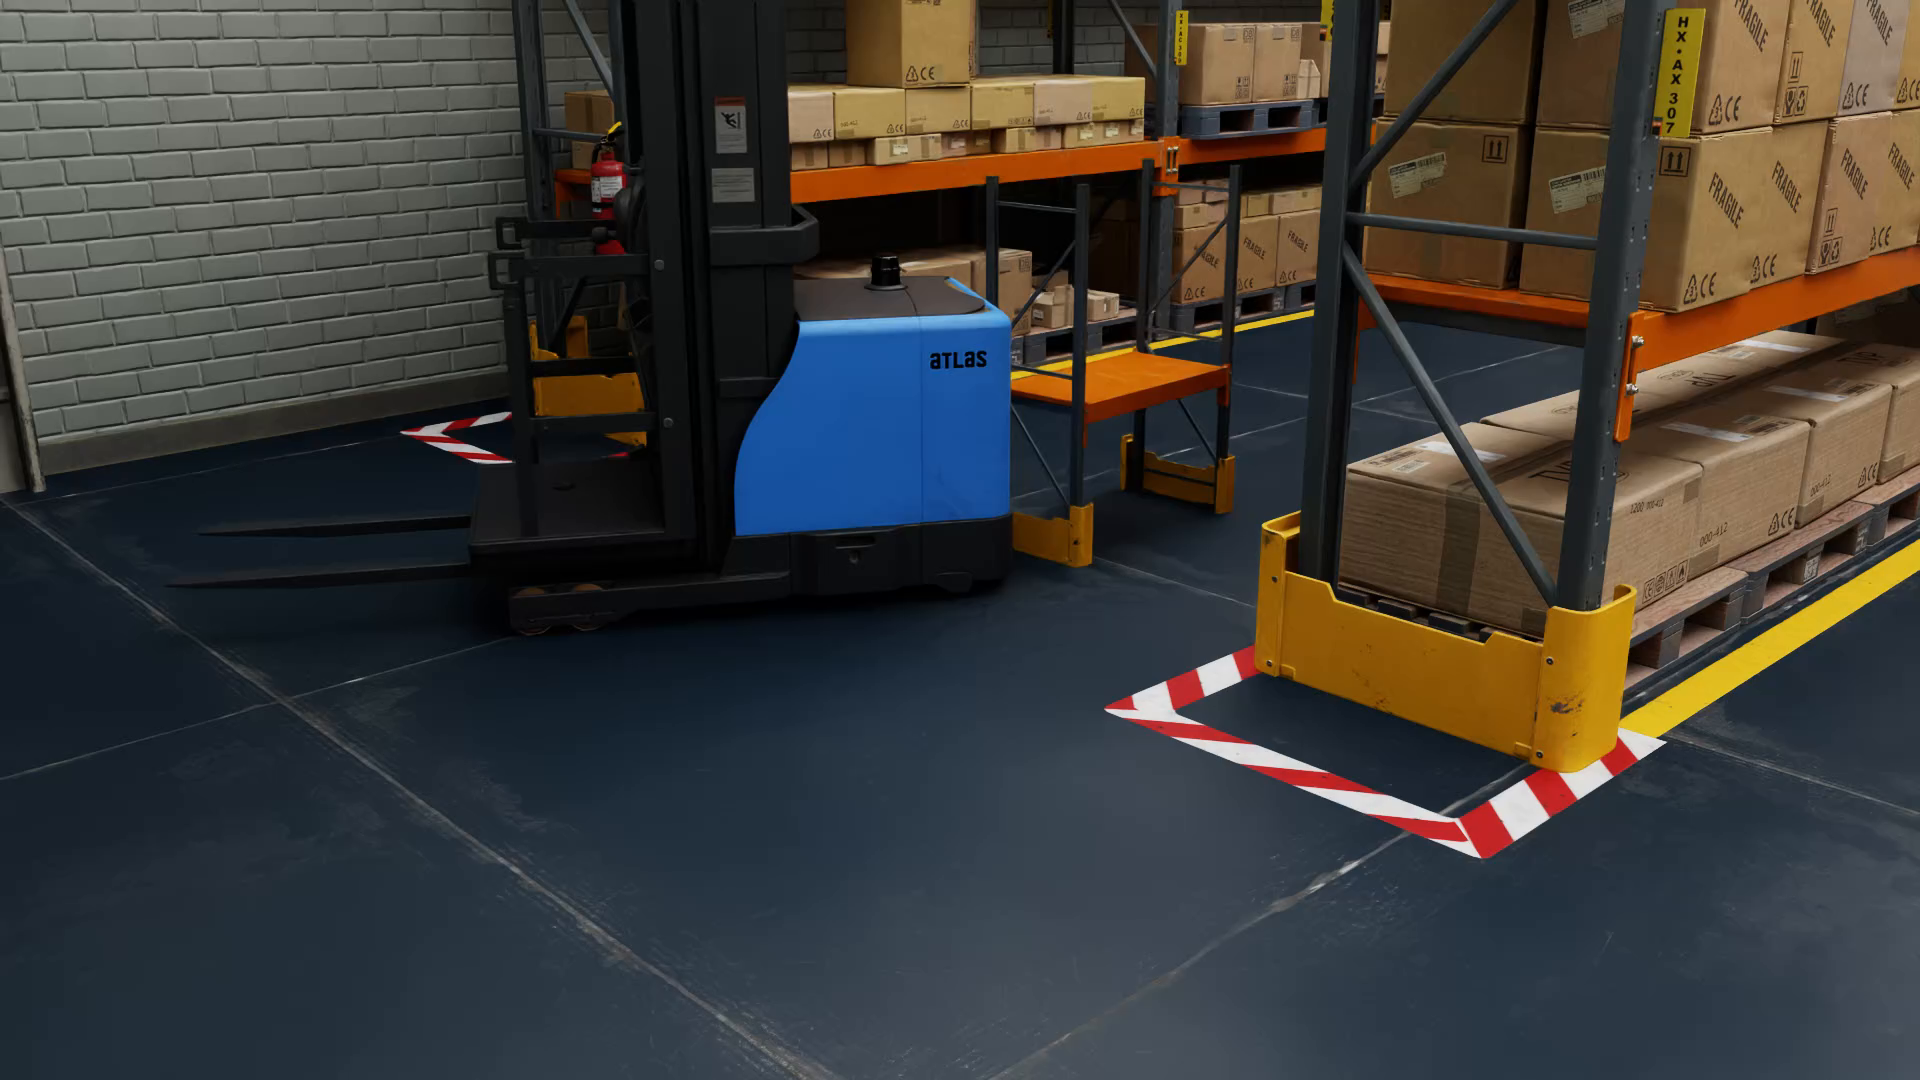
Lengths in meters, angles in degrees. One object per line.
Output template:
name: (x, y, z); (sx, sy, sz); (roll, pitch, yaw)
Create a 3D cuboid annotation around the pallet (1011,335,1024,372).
pallet: (-0.377, -1.134, 10.141); (1.213, 0.211, 1.003); (-16, 24, -41)

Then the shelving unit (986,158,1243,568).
shelving unit: (0.636, -0.784, 6.971); (0.587, 1.500, 1.083); (16, 24, 40)

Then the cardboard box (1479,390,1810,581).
cardboard box: (2.586, -0.246, 6.353); (0.875, 0.438, 0.875); (-15, 24, -39)

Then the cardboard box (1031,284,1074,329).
cardboard box: (0.547, -1.506, 10.517); (0.258, 0.266, 0.396); (-15, 23, -39)

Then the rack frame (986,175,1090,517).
rack frame: (0.296, -0.671, 6.624); (0.500, 1.500, 0.032); (16, 24, 40)

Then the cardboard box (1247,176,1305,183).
cardboard box: (2.420, -2.706, 12.788); (0.250, 0.149, 0.380); (-16, 24, -40)

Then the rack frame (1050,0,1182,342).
rack frame: (1.010, -2.866, 10.961); (0.127, 3.000, 1.000); (-16, 24, -41)

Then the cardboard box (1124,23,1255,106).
cardboard box: (1.515, -3.166, 11.042); (0.500, 0.500, 0.700); (-15, 24, -39)

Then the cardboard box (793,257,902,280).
cardboard box: (-0.739, -1.310, 9.533); (0.500, 0.500, 0.700); (-15, 23, -39)

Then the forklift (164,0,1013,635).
forklift: (-1.371, -1.233, 6.035); (3.031, 2.935, 1.130); (-4, 18, -13)

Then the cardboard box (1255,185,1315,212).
cardboard box: (2.359, -2.492, 12.129); (0.250, 0.149, 0.380); (-15, 23, -39)

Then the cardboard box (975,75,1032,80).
cardboard box: (0.105, -2.784, 10.468); (0.500, 0.250, 0.500); (-17, 24, -41)

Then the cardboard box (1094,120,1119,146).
cardboard box: (0.777, -2.562, 10.431); (0.250, 0.149, 0.380); (-15, 24, -39)

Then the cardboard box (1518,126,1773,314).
cardboard box: (2.062, -0.992, 5.018); (0.500, 0.500, 0.500); (-17, 24, -41)

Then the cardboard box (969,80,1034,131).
cardboard box: (0.082, -2.561, 9.782); (0.500, 0.250, 0.500); (-16, 24, -41)

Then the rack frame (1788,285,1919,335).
rack frame: (4.423, -1.754, 7.532); (0.127, 3.000, 1.000); (-16, 24, -41)

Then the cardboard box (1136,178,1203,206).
cardboard box: (1.412, -2.357, 11.228); (0.250, 0.149, 0.380); (-17, 24, -42)

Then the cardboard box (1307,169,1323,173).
cardboard box: (2.986, -2.871, 13.297); (0.250, 0.149, 0.380); (-16, 24, -40)

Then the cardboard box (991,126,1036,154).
cardboard box: (0.230, -2.392, 9.906); (0.250, 0.149, 0.380); (-17, 24, -42)

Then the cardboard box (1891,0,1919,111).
cardboard box: (3.162, -1.796, 5.876); (0.500, 0.500, 0.500); (-16, 24, -41)

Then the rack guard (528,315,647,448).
rack guard: (-1.841, -0.845, 8.782); (0.348, 0.500, 1.175); (-16, 24, -41)

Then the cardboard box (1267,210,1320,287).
cardboard box: (2.262, -2.149, 12.120); (0.500, 0.500, 0.500); (17, 25, 42)

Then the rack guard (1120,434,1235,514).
rack guard: (0.975, -0.302, 7.511); (0.587, 0.250, 0.087); (16, 24, 40)

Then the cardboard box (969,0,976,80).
cardboard box: (-0.255, -3.037, 10.033); (0.500, 0.500, 0.500); (-17, 25, -42)

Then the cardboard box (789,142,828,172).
cardboard box: (-0.923, -2.075, 8.927); (0.250, 0.149, 0.380); (-15, 23, -39)

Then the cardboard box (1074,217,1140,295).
cardboard box: (1.163, -2.047, 11.807); (0.500, 0.500, 0.500); (-16, 24, -41)

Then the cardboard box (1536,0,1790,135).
cardboard box: (2.061, -1.468, 4.865); (0.500, 0.500, 0.500); (-17, 25, -42)

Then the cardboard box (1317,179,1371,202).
cardboard box: (2.929, -2.662, 12.652); (0.250, 0.149, 0.380); (-17, 24, -42)

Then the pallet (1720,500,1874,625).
pallet: (2.930, -0.025, 6.718); (1.213, 0.211, 1.003); (-16, 24, -41)

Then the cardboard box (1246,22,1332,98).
cardboard box: (2.462, -3.442, 11.893); (0.500, 0.500, 0.700); (-16, 24, -41)

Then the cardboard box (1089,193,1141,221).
cardboard box: (1.079, -2.328, 11.621); (0.380, 0.149, 0.250); (17, 24, 42)

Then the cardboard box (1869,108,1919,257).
cardboard box: (3.145, -1.319, 6.027); (0.500, 0.500, 0.500); (-15, 23, -39)

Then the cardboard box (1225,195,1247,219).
cardboard box: (1.780, -2.335, 11.642); (0.380, 0.149, 0.250); (16, 24, 41)

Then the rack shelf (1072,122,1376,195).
rack shelf: (2.463, -2.948, 12.379); (4.000, 0.370, 1.077); (-16, 24, -41)

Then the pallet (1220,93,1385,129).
pallet: (2.506, -3.209, 12.330); (1.213, 0.211, 1.003); (-16, 24, -41)

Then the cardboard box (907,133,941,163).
cardboard box: (-0.322, -2.229, 9.404); (0.250, 0.149, 0.380); (-16, 24, -40)

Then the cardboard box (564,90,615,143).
cardboard box: (-1.745, -2.246, 8.808); (0.500, 0.250, 0.500); (-15, 23, -39)

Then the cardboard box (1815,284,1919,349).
cardboard box: (4.818, -1.093, 8.256); (0.875, 0.875, 0.875); (-15, 23, -39)

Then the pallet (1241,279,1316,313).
pallet: (2.462, -1.980, 12.750); (1.213, 0.211, 1.003); (-16, 24, -41)

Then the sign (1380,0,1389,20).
sign: (3.533, -4.388, 13.778); (0.005, 0.325, 0.100); (-16, 24, -41)

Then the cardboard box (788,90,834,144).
cardboard box: (-1.016, -2.231, 8.764); (0.500, 0.250, 0.500); (-16, 24, -40)
